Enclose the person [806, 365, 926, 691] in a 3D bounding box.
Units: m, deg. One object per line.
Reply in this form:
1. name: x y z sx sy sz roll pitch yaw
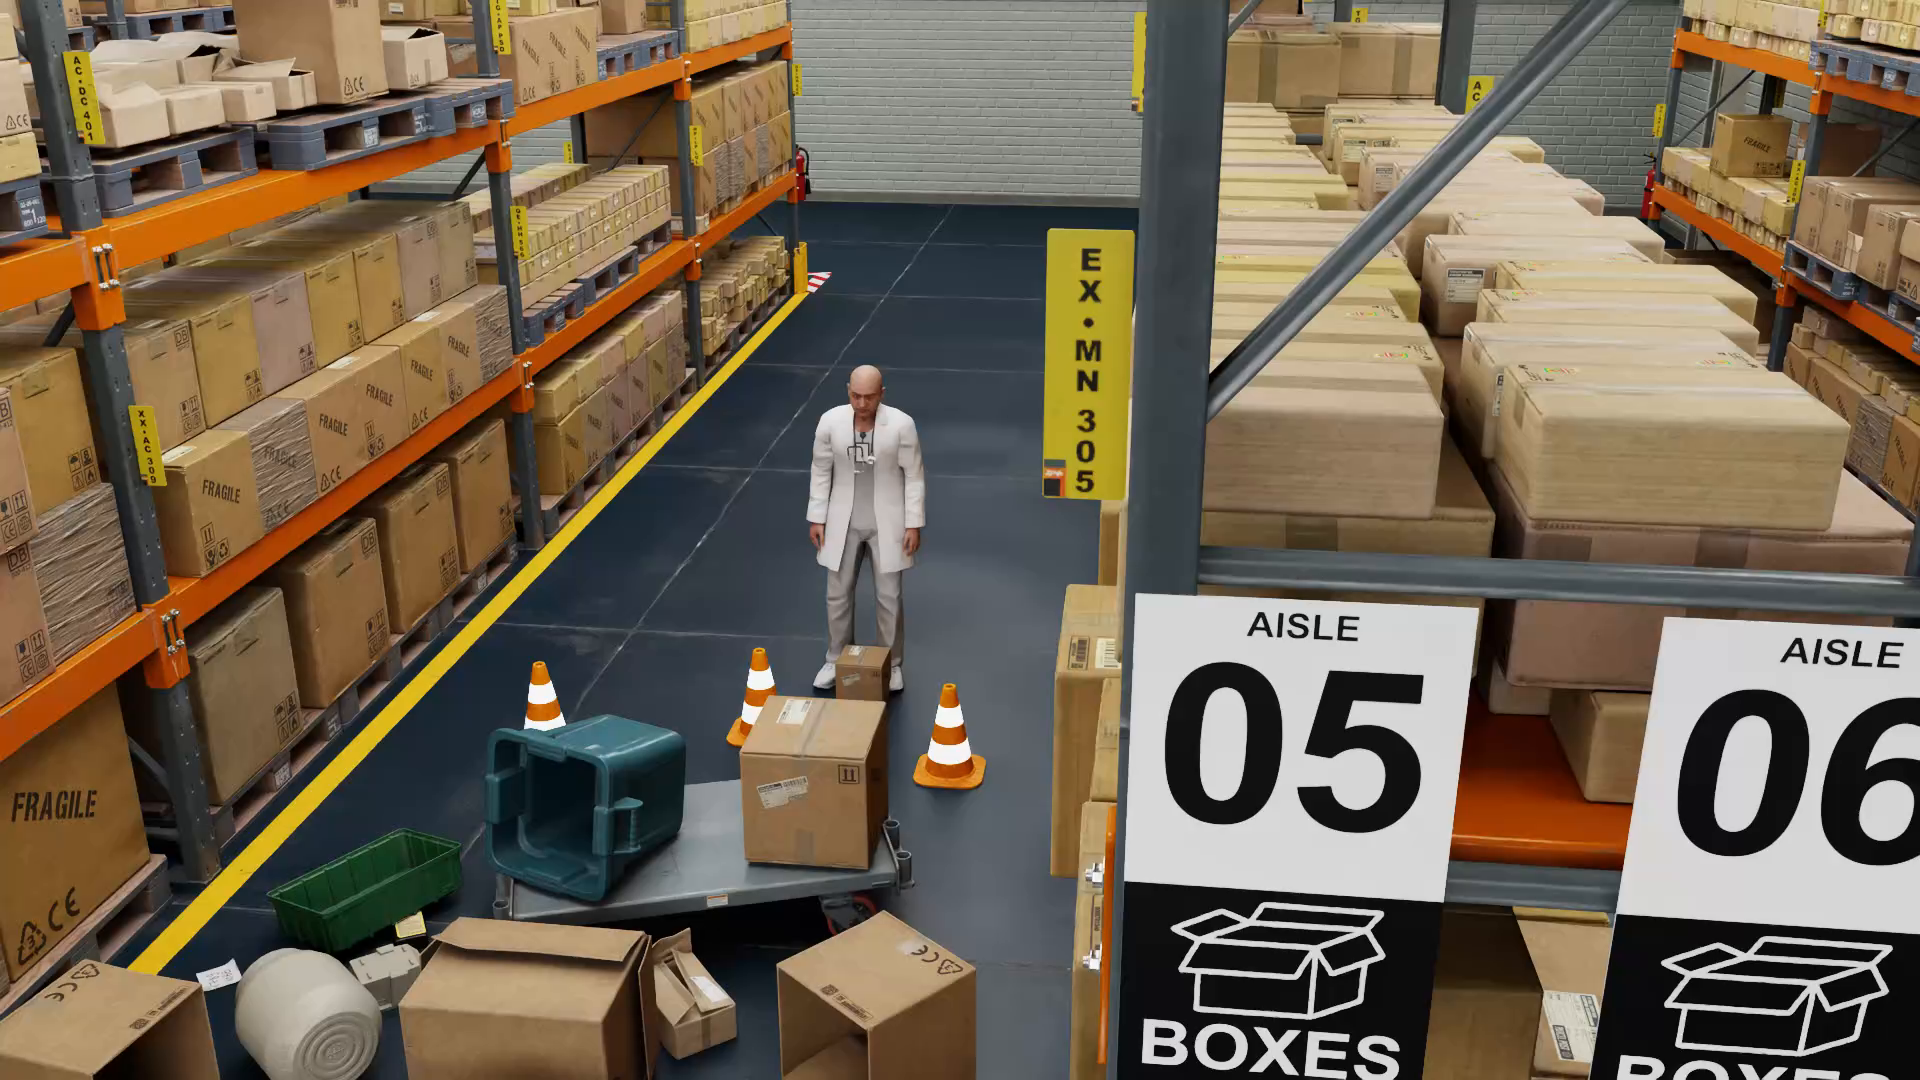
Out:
1. person: -0.497 -0.073 8.796 0.640 1.773 0.426 2 21 6
